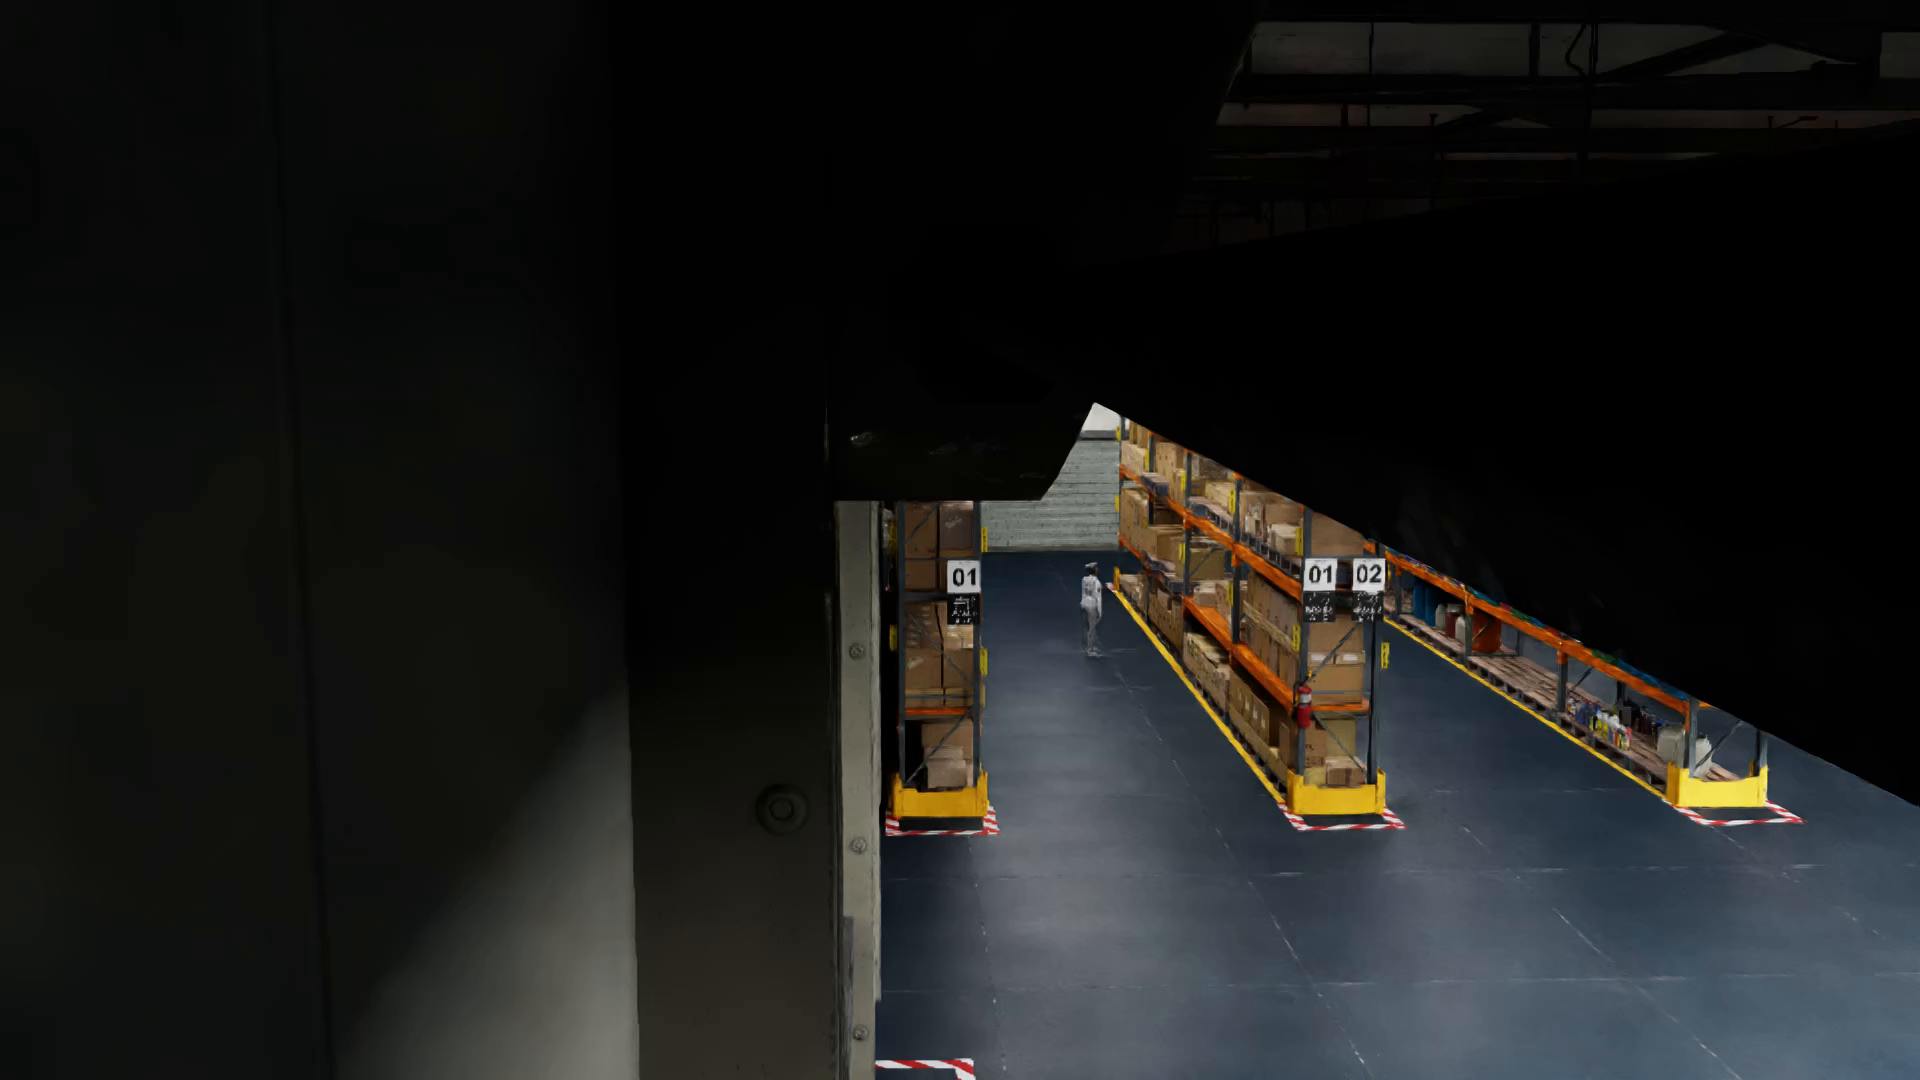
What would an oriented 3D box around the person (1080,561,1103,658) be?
[{"bbox_3d":[2.376,1.223,29.683,0.431,1.684,0.553,-5,10,-32],"label":"person"}]
